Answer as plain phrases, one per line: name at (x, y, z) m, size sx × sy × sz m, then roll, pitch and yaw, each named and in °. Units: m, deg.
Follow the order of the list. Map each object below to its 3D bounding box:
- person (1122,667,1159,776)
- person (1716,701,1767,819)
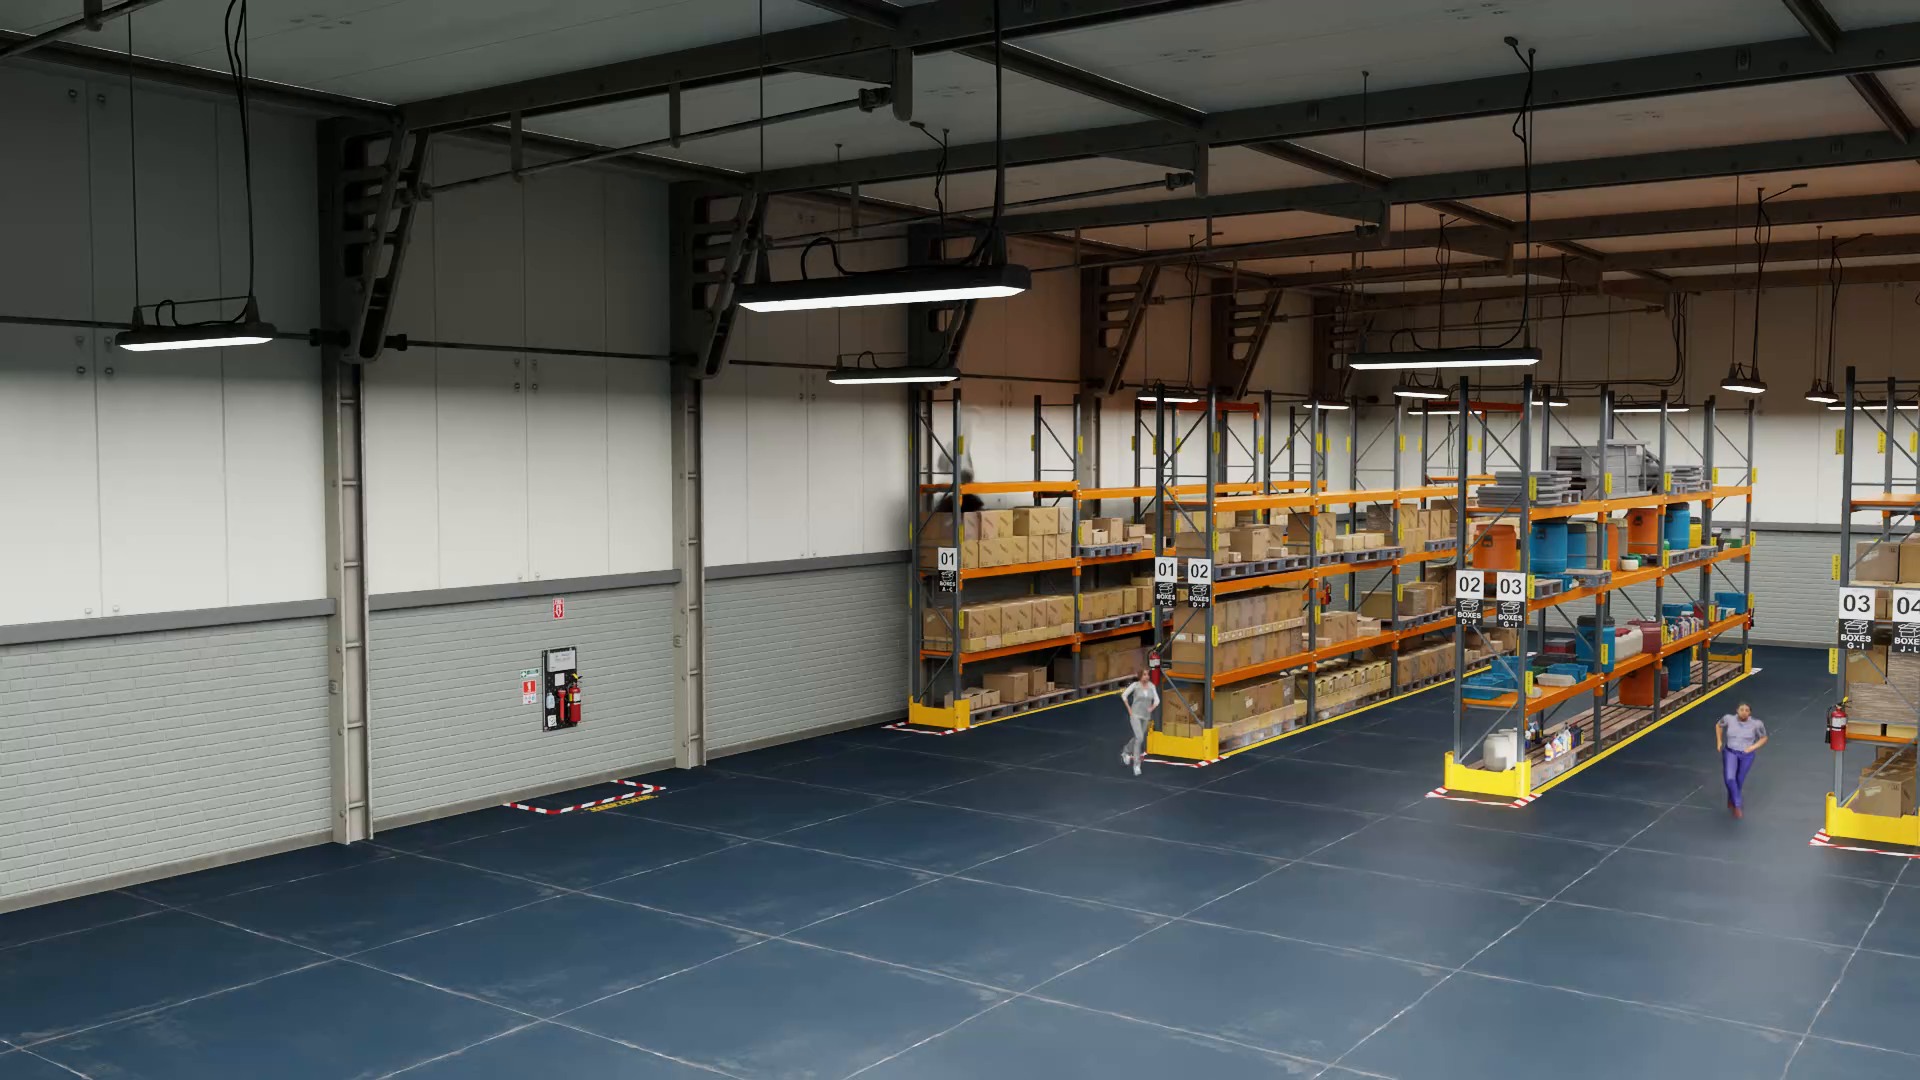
person at (2.767, 2.749, 25.554) m, size 0.542 × 1.625 × 0.750 m, roll -1°, pitch 4°, yaw -22°
person at (10.609, 2.957, 22.594) m, size 0.629 × 1.613 × 0.820 m, roll 1°, pitch 4°, yaw 24°
